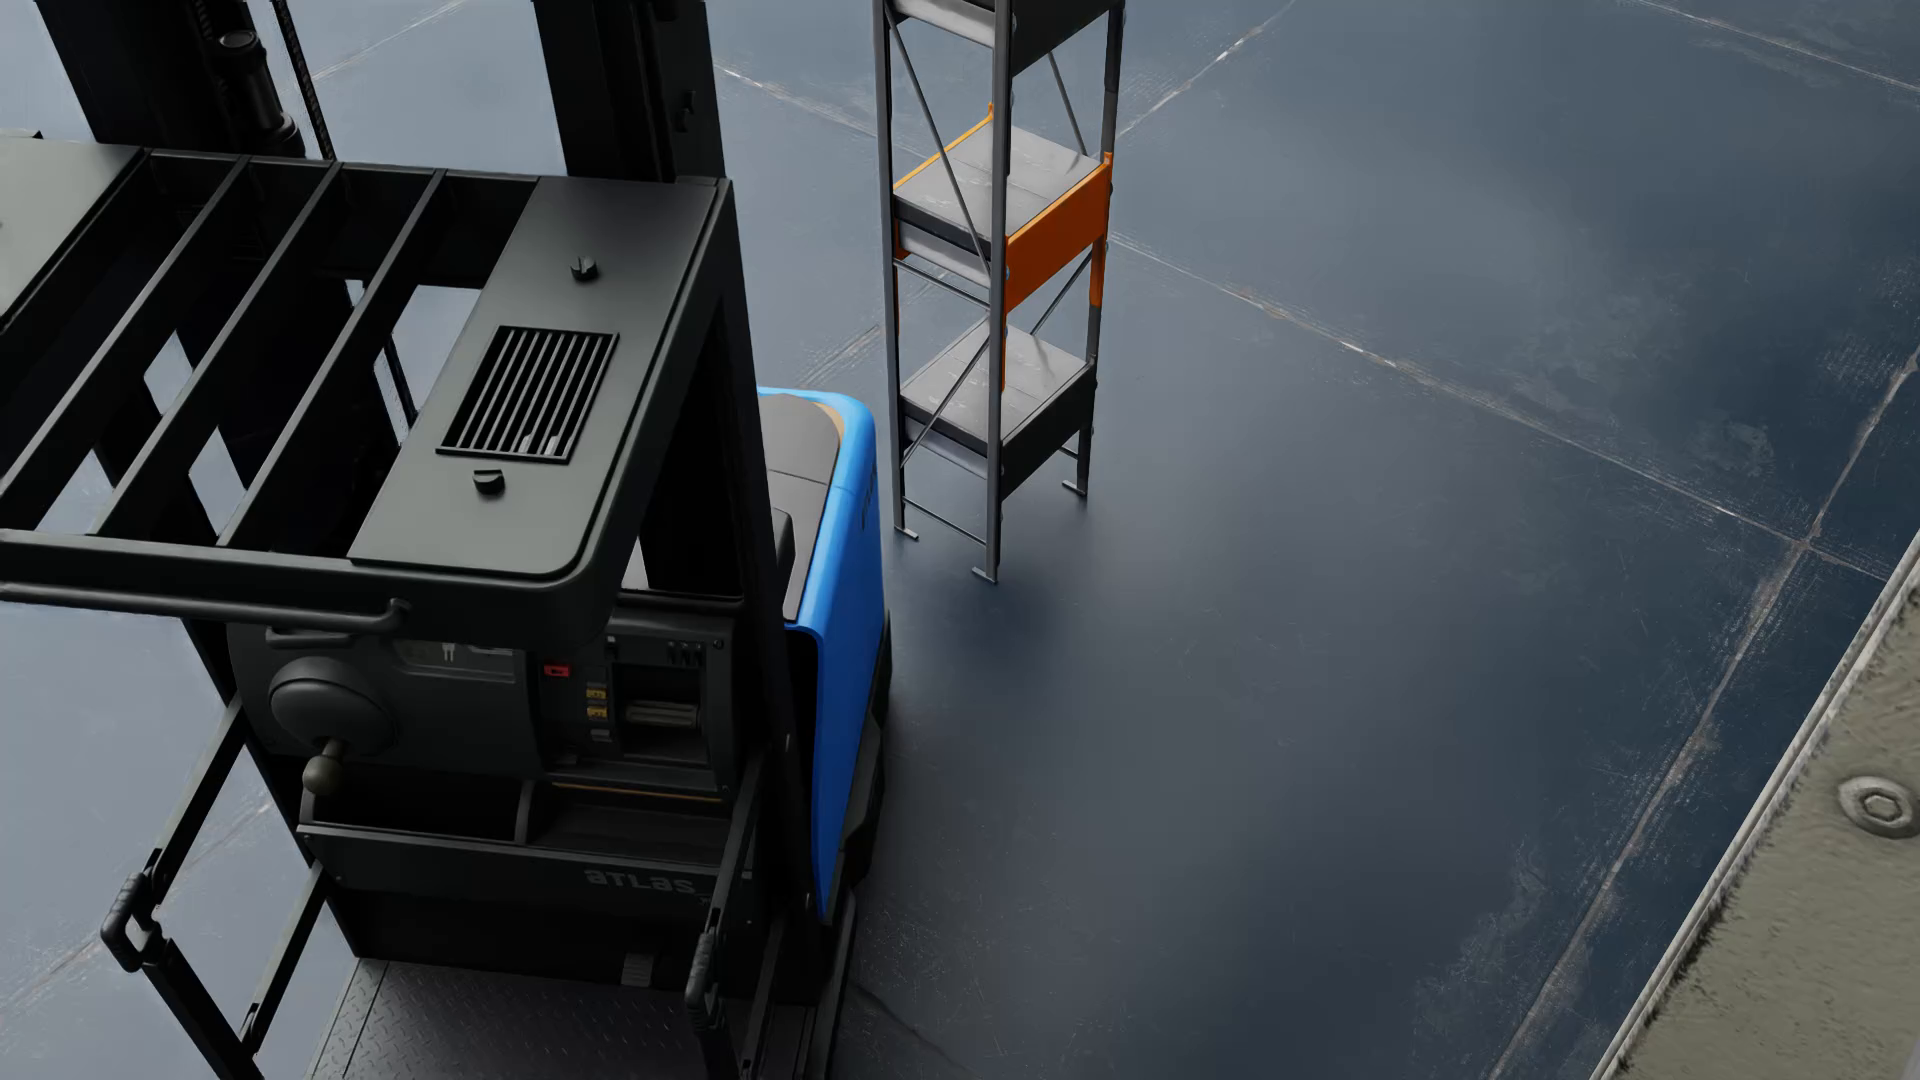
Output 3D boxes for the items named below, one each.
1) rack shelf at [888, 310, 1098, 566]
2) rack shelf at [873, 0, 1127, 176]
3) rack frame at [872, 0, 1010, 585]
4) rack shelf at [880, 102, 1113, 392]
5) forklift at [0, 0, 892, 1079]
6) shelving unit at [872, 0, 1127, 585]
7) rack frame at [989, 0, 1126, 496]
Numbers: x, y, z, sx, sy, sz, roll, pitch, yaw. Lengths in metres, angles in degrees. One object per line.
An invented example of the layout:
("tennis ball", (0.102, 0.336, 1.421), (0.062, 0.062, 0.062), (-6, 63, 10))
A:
("rack shelf", (0.101, -0.327, 5.097), (0.431, 0.518, 0.480), (29, 53, 25))
("rack shelf", (0.101, -1.294, 4.085), (0.431, 0.518, 0.480), (29, 53, 25))
("rack frame", (-0.048, -0.680, 4.448), (0.400, 2.100, 0.015), (29, 53, 25))
("rack shelf", (0.101, -0.811, 4.591), (0.431, 0.518, 0.480), (29, 53, 25))
("forklift", (-0.885, 0.387, 2.854), (1.130, 2.935, 3.031), (5, 47, 5))
("shelving unit", (0.101, -0.820, 4.581), (0.431, 2.100, 0.503), (29, 53, 25))
("rack frame", (0.250, -0.960, 4.715), (0.400, 2.100, 0.015), (29, 53, 25))
